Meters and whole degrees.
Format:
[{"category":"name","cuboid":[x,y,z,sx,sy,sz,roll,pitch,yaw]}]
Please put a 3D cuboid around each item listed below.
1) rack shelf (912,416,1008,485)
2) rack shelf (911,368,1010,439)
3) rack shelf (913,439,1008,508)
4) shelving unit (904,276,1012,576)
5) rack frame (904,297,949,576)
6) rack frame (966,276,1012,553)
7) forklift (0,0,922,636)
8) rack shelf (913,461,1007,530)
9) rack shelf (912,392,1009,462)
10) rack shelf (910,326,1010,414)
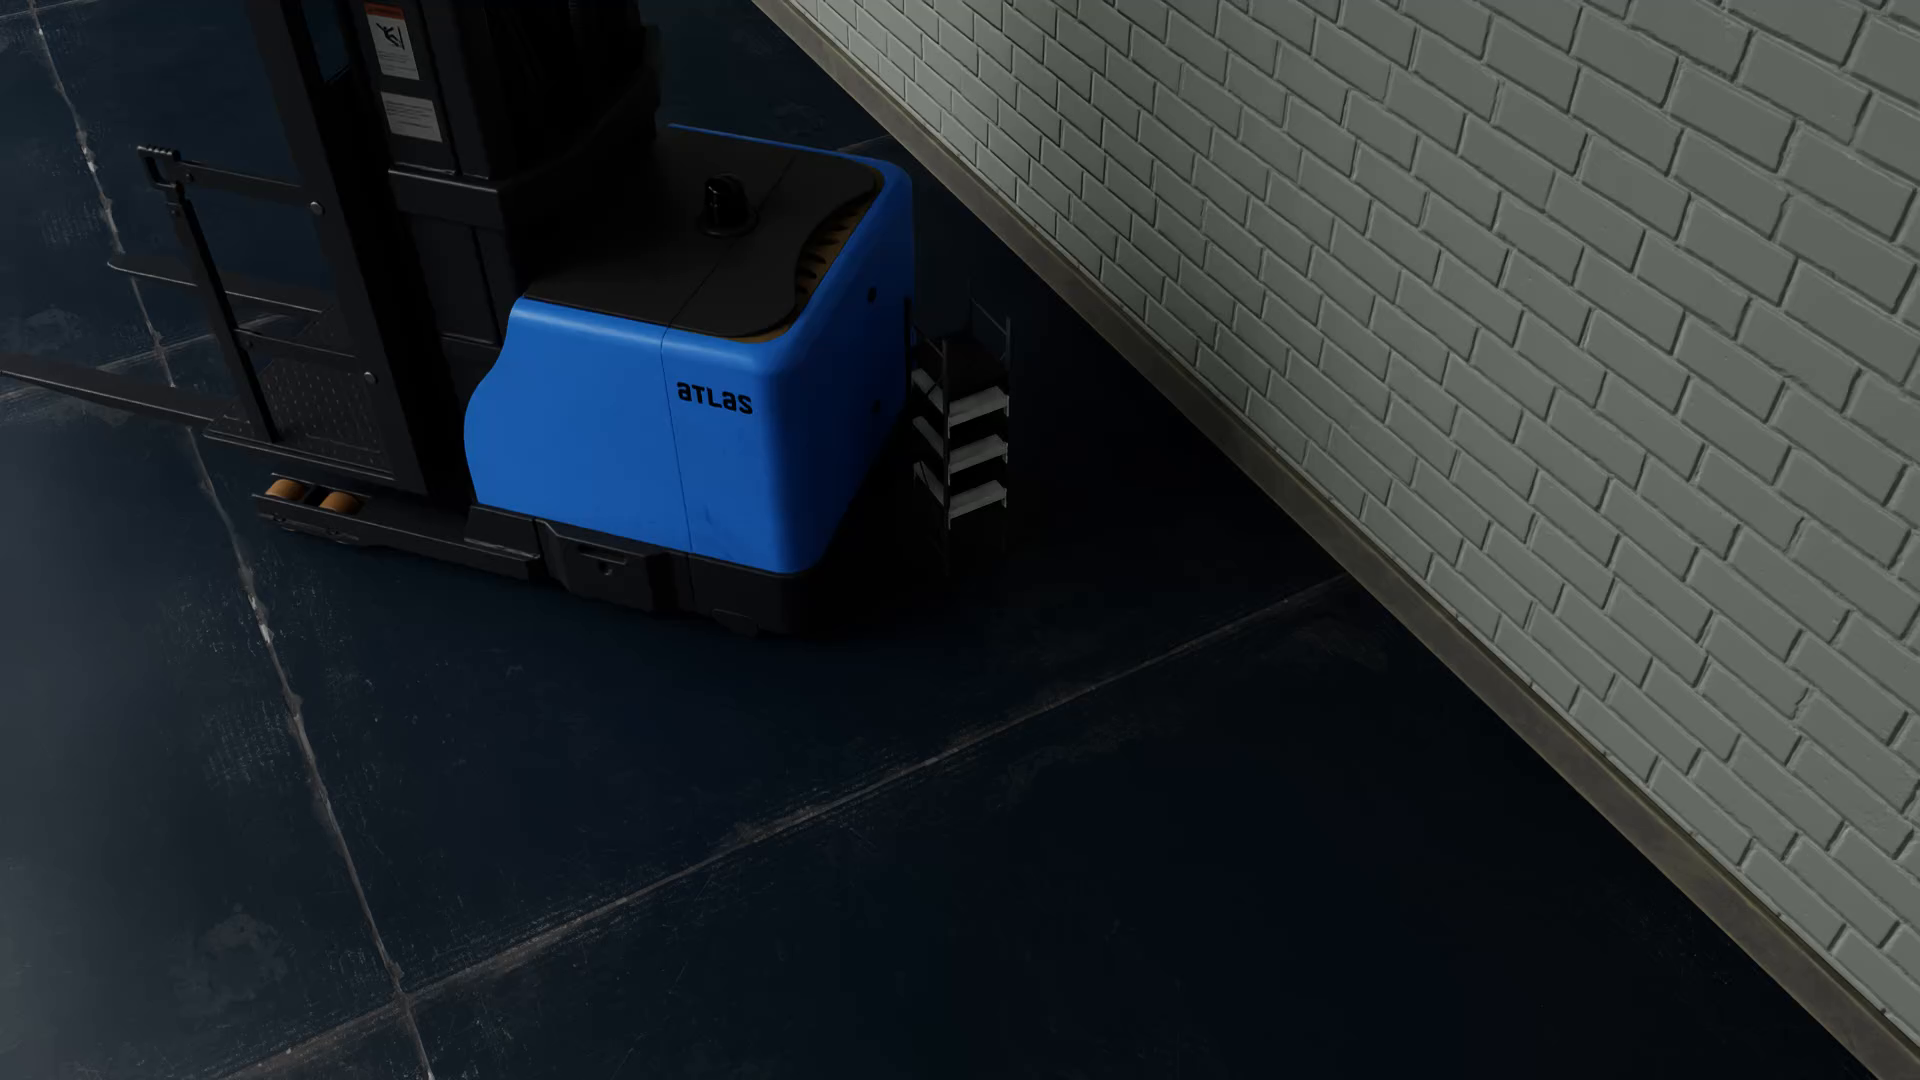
[{"category":"rack shelf","cuboid":[-0.007,-0.296,4.957,0.200,0.077,0.258,-22,48,-21]},{"category":"rack shelf","cuboid":[-0.007,-0.425,4.832,0.200,0.077,0.258,-22,48,-21]},{"category":"rack shelf","cuboid":[-0.007,-0.232,5.020,0.200,0.077,0.258,-22,48,-21]},{"category":"shelving unit","cuboid":[-0.007,-0.320,4.934,0.210,0.900,0.258,-22,48,-21]},{"category":"rack frame","cuboid":[-0.095,-0.285,4.897,0.006,0.900,0.240,-22,48,-21]},{"category":"rack frame","cuboid":[0.081,-0.355,4.970,0.006,0.900,0.240,-22,48,-21]},{"category":"forklift","cuboid":[-1.699,-1.374,4.561,3.031,2.935,1.130,13,46,13]},{"category":"rack shelf","cuboid":[-0.007,-0.167,5.082,0.200,0.077,0.258,-22,48,-21]},{"category":"rack shelf","cuboid":[-0.007,-0.361,4.894,0.200,0.077,0.258,-22,48,-21]},{"category":"rack shelf","cuboid":[-0.007,-0.490,4.769,0.200,0.077,0.258,-22,48,-21]}]
